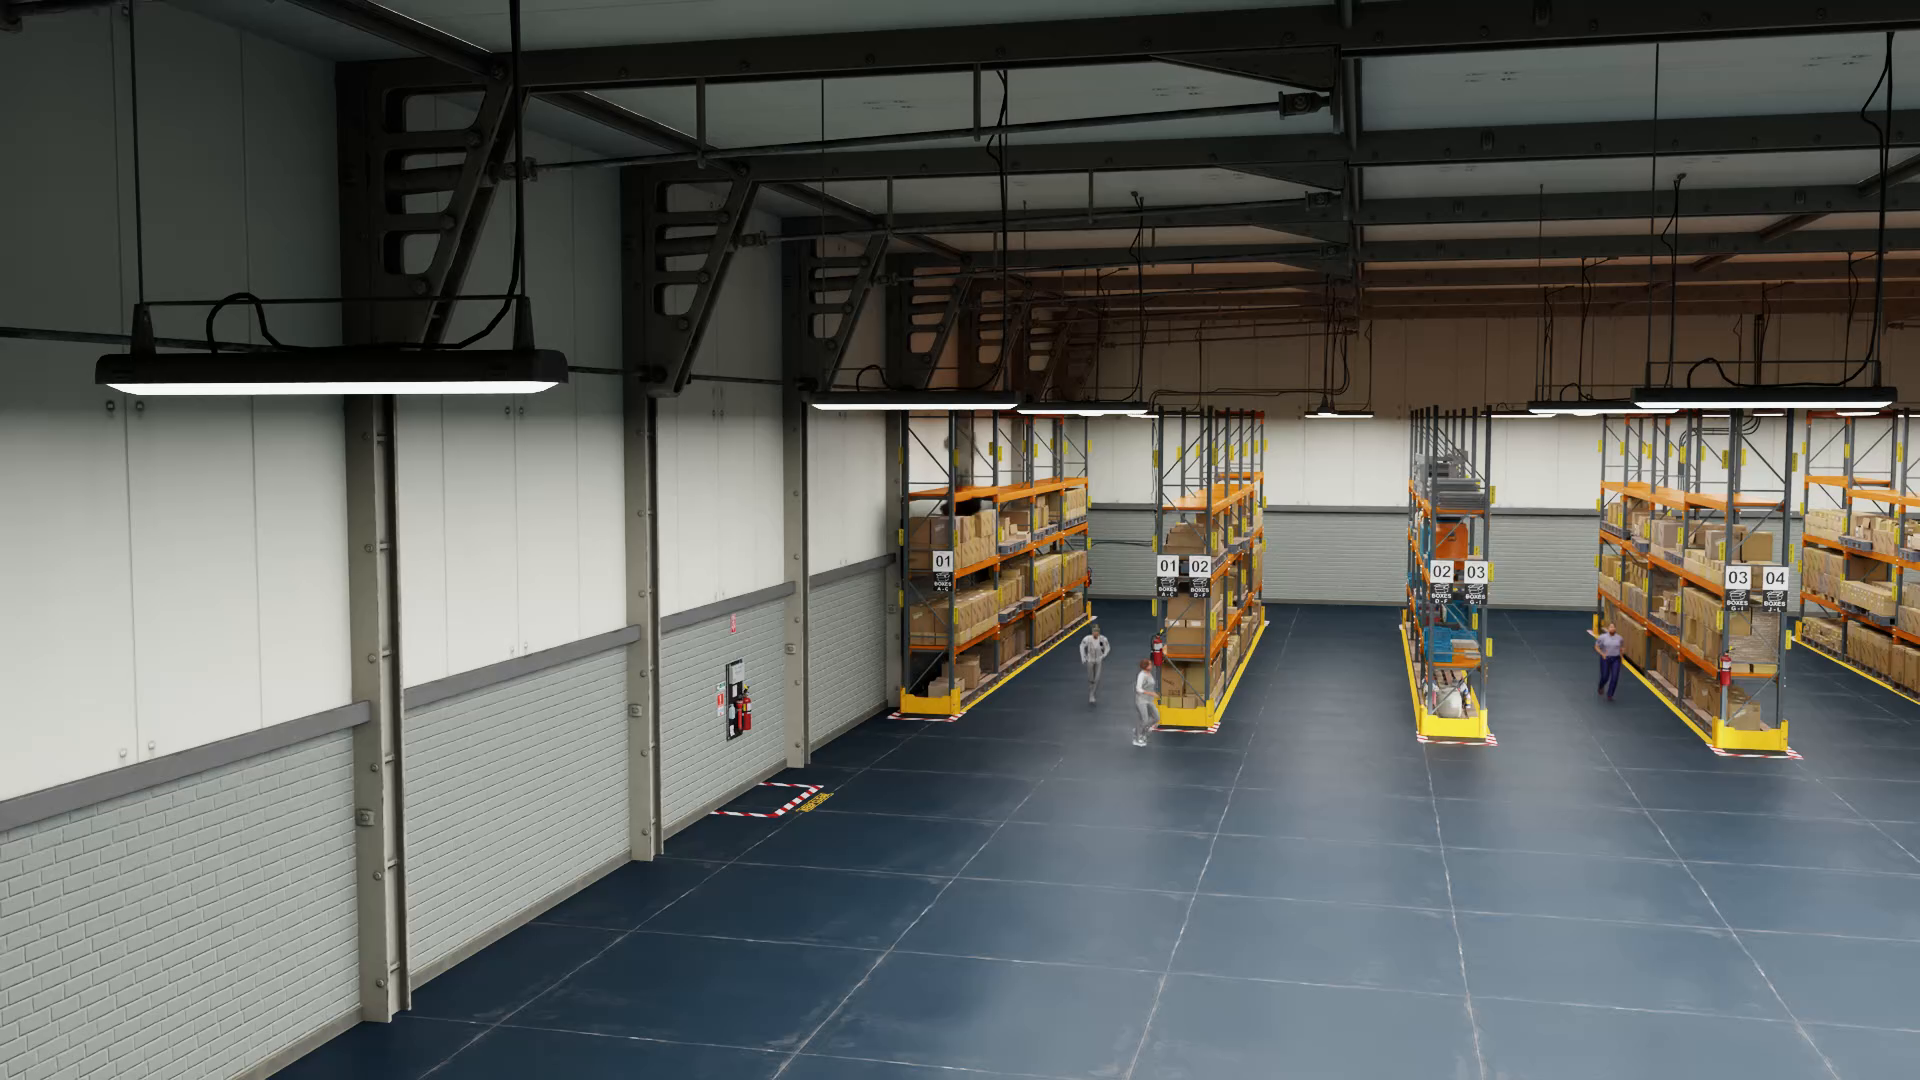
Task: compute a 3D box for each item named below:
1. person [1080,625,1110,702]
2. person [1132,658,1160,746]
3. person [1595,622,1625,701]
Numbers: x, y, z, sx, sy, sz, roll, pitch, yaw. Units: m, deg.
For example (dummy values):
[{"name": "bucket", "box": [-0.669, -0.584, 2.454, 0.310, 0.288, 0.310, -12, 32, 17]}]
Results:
[{"name": "person", "box": [2.747, 2.500, 34.030, 0.591, 1.623, 0.723, 0, 4, -3]}, {"name": "person", "box": [3.266, 2.842, 29.136, 0.576, 1.561, 0.534, 3, 5, 35]}, {"name": "person", "box": [13.328, 2.479, 34.088, 0.595, 1.601, 0.560, 1, 4, 8]}]
